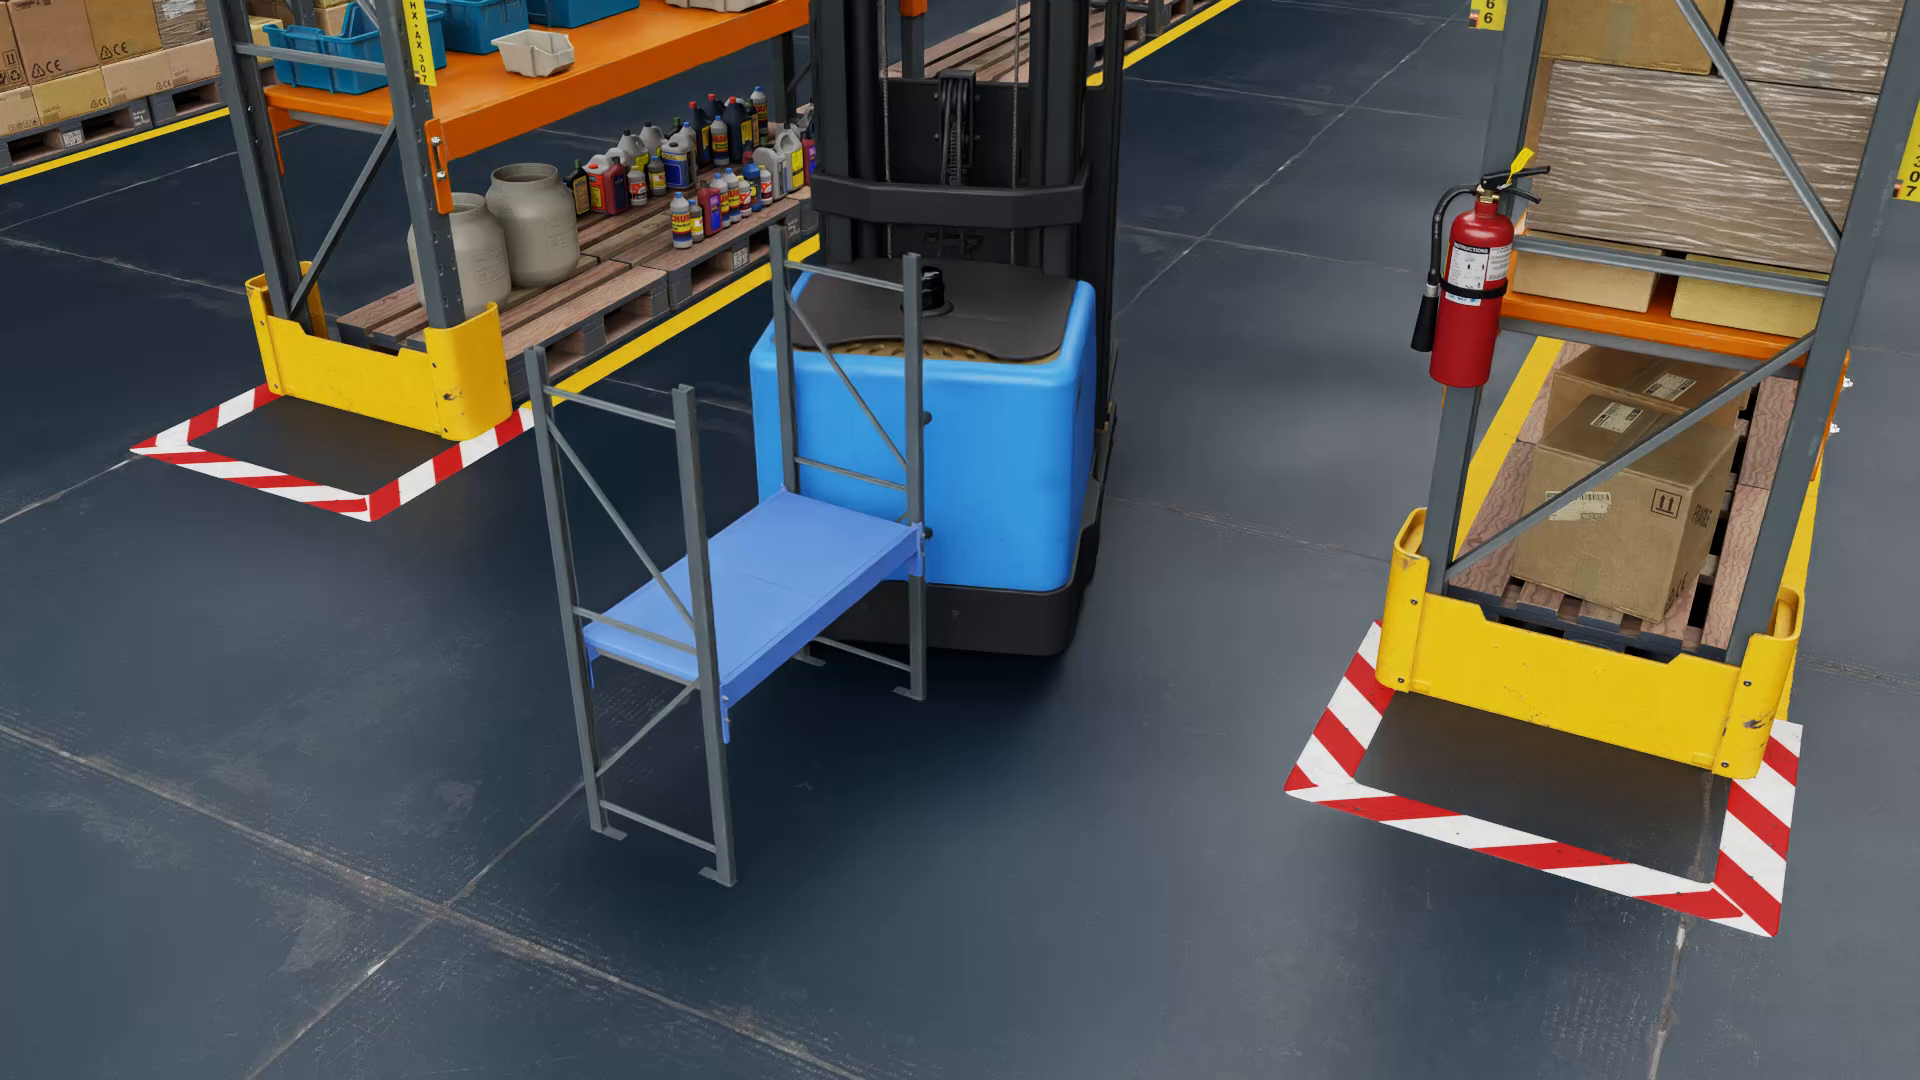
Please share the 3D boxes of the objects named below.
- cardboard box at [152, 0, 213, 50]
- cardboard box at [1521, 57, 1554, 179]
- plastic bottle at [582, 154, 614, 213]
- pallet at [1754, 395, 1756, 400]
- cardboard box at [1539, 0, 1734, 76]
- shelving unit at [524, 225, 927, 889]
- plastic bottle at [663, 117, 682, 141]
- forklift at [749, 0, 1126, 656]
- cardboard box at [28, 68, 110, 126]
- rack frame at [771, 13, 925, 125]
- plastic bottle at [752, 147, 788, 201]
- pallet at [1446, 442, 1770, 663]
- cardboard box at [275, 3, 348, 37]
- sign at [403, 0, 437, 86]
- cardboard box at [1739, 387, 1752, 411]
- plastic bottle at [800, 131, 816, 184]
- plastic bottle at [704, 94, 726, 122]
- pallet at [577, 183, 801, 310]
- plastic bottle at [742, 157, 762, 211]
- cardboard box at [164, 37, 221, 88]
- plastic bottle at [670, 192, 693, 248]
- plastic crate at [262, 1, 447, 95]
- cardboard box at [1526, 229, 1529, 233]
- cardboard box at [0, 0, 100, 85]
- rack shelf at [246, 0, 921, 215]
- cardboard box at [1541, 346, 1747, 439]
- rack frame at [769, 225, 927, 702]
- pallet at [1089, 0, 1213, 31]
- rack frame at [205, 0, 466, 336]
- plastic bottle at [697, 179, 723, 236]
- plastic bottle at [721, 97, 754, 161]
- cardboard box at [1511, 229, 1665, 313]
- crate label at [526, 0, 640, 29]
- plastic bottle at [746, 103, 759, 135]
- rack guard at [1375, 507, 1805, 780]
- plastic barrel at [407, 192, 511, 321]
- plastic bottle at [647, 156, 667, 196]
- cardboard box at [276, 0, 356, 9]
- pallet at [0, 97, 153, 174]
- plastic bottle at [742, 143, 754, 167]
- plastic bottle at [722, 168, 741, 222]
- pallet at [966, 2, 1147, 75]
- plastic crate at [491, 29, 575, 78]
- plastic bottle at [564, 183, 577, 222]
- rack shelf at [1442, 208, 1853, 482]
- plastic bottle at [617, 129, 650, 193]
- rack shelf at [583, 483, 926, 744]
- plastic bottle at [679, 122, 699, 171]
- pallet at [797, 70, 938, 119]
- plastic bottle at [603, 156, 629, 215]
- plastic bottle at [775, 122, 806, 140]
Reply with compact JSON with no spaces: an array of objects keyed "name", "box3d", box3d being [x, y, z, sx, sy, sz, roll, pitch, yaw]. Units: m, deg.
[{"name":"cardboard box","box3d":[-5.344,-3.607,11.106,0.500,0.500,0.500,14,33,23]},{"name":"cardboard box","box3d":[2.302,-1.403,5.282,0.875,0.500,0.500,14,33,23]},{"name":"plastic bottle","box3d":[-1.918,-1.897,8.834,0.152,0.276,0.135,15,33,24]},{"name":"pallet","box3d":[3.453,-1.003,7.784,1.003,0.211,1.213,14,33,23]},{"name":"cardboard box","box3d":[1.936,-1.650,4.709,0.500,0.500,0.500,14,33,23]},{"name":"shelving unit","box3d":[-0.585,0.021,4.707,0.538,1.500,1.048,16,34,26]},{"name":"plastic bottle","box3d":[-1.617,-2.243,9.430,0.061,0.283,0.133,16,33,25]},{"name":"forklift","box3d":[0.061,-1.606,6.103,1.130,2.935,3.031,4,30,7]},{"name":"cardboard box","box3d":[-5.784,-2.835,10.514,0.500,0.250,0.500,14,33,23]},{"name":"rack frame","box3d":[-0.681,-3.641,9.579,1.000,3.000,0.127,14,33,23]},{"name":"plastic bottle","box3d":[-1.030,-2.001,9.015,0.152,0.276,0.135,15,33,24]},{"name":"pallet","box3d":[2.342,0.079,5.901,1.003,0.211,1.213,14,33,23]},{"name":"cardboard box","box3d":[-4.685,-3.879,12.332,0.500,0.250,0.500,13,33,22]},{"name":"sign","box3d":[-2.016,-1.861,6.201,0.100,0.325,0.005,14,33,23]},{"name":"cardboard box","box3d":[3.043,-0.899,6.892,0.500,0.500,0.500,11,32,19]},{"name":"plastic bottle","box3d":[-0.843,-2.137,9.244,0.061,0.283,0.133,17,34,27]},{"name":"plastic bottle","box3d":[-1.418,-2.420,9.670,0.144,0.351,0.185,15,33,25]},{"name":"pallet","box3d":[-1.579,-1.601,8.826,1.003,0.211,1.213,14,33,23]},{"name":"plastic bottle","box3d":[-1.106,-1.895,8.836,0.097,0.271,0.097,0,30,0]},{"name":"cardboard box","box3d":[-5.342,-3.282,11.292,0.500,0.250,0.500,14,33,23]},{"name":"plastic bottle","box3d":[-1.400,-1.609,8.337,0.097,0.271,0.097,0,30,0]},{"name":"plastic crate","box3d":[-2.542,-2.093,7.033,0.499,0.251,0.616,14,33,23]},{"name":"cardboard box","box3d":[2.034,-1.042,5.305,0.380,0.149,0.250,14,33,23]},{"name":"cardboard box","box3d":[-5.783,-3.160,10.327,0.500,0.500,0.500,14,33,23]},{"name":"rack shelf","box3d":[-1.592,-2.443,8.214,1.077,0.370,4.000,14,33,23]},{"name":"cardboard box","box3d":[2.447,-0.388,6.003,0.500,0.500,0.500,24,38,36]},{"name":"rack frame","box3d":[-0.330,-0.198,5.088,0.500,1.500,0.032,16,34,26]},{"name":"pallet","box3d":[1.463,-4.564,13.986,1.003,0.211,1.213,14,33,23]},{"name":"rack frame","box3d":[-2.503,-1.868,6.491,1.000,3.000,0.127,14,33,23]},{"name":"plastic bottle","box3d":[-1.281,-1.710,8.502,0.061,0.283,0.133,15,33,24]},{"name":"plastic bottle","box3d":[-1.290,-2.387,9.613,0.144,0.351,0.185,14,33,23]},{"name":"cardboard box","box3d":[1.852,-0.809,4.898,0.380,0.149,0.250,14,33,23]},{"name":"crate label","box3d":[-1.906,-2.761,8.010,0.502,0.435,0.616,14,33,23]},{"name":"plastic bottle","box3d":[-1.263,-2.532,10.015,0.097,0.201,0.097,0,30,0]},{"name":"rack guard","box3d":[1.940,0.306,5.215,1.175,0.500,0.348,14,33,23]},{"name":"plastic barrel","box3d":[-2.272,-1.280,7.544,0.421,0.512,0.421,0,30,0]},{"name":"plastic bottle","box3d":[-1.655,-1.992,9.076,0.097,0.201,0.097,0,30,0]},{"name":"cardboard box","box3d":[-4.679,-4.126,12.200,0.500,0.311,0.500,14,33,23]},{"name":"pallet","box3d":[-6.043,-2.672,10.690,1.003,0.211,1.213,14,33,23]},{"name":"plastic bottle","box3d":[-1.125,-2.028,9.055,0.061,0.283,0.133,14,33,23]},{"name":"plastic bottle","box3d":[-1.198,-1.805,8.679,0.097,0.271,0.097,0,30,0]},{"name":"pallet","box3d":[0.753,-3.871,12.778,1.003,0.211,1.213,14,33,23]},{"name":"plastic crate","box3d":[-1.809,-2.077,7.120,0.298,0.136,0.250,14,33,23]},{"name":"plastic bottle","box3d":[-2.057,-1.759,8.669,0.097,0.201,0.097,0,30,0]},{"name":"rack shelf","box3d":[2.817,-1.319,6.257,1.077,0.370,4.000,14,33,23]},{"name":"plastic bottle","box3d":[-1.783,-2.065,9.052,0.144,0.351,0.185,16,33,25]},{"name":"rack shelf","box3d":[-0.585,0.177,4.796,0.538,0.185,1.000,16,34,26]},{"name":"plastic bottle","box3d":[-1.538,-2.228,9.415,0.097,0.271,0.097,0,30,0]},{"name":"pallet","box3d":[-0.358,-2.789,10.895,1.003,0.211,1.213,14,33,23]},{"name":"plastic bottle","box3d":[-1.823,-1.876,8.791,0.061,0.283,0.133,14,33,23]},{"name":"plastic bottle","box3d":[-0.949,-2.237,9.428,0.152,0.276,0.135,14,33,23]}]
